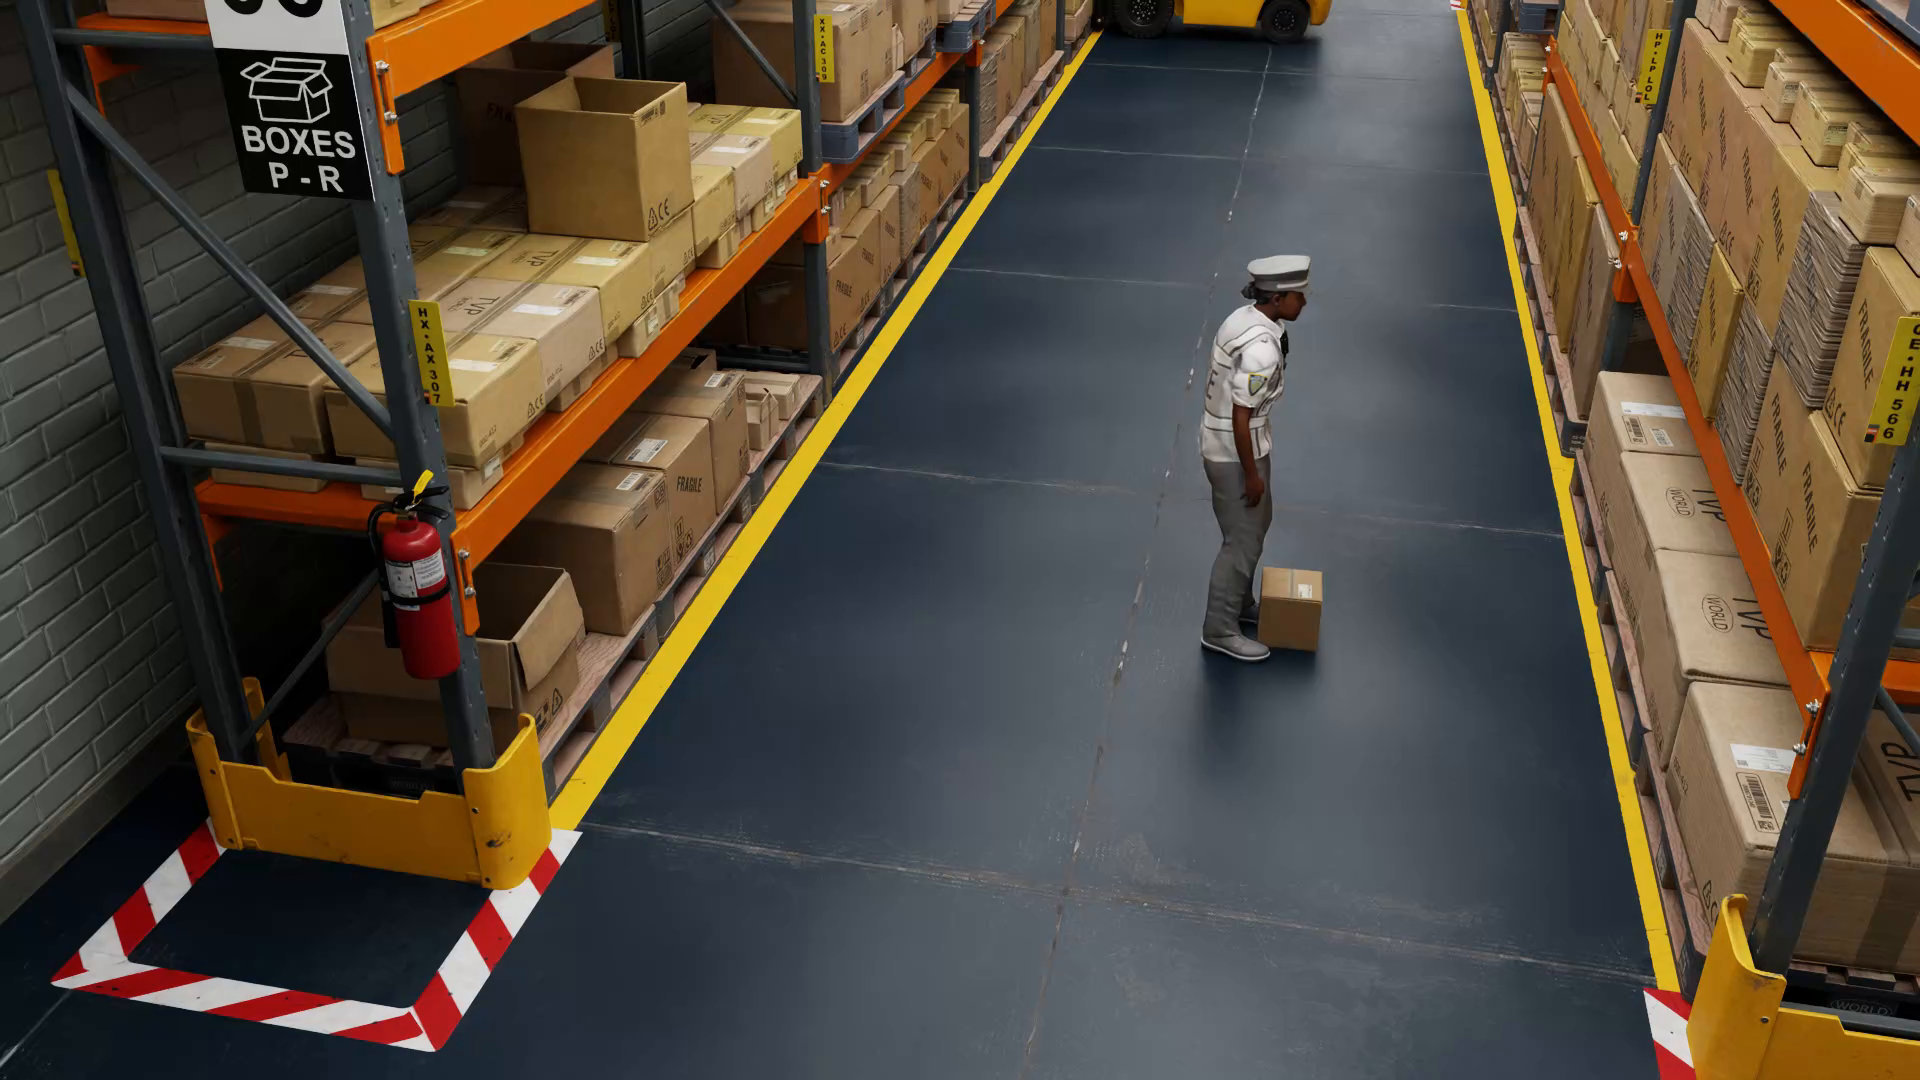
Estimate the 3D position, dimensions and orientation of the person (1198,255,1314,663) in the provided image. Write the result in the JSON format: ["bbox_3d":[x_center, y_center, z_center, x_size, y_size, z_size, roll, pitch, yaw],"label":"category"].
[{"bbox_3d":[1.178,-0.344,6.747,0.428,1.659,0.529,4,29,7],"label":"person"}]
